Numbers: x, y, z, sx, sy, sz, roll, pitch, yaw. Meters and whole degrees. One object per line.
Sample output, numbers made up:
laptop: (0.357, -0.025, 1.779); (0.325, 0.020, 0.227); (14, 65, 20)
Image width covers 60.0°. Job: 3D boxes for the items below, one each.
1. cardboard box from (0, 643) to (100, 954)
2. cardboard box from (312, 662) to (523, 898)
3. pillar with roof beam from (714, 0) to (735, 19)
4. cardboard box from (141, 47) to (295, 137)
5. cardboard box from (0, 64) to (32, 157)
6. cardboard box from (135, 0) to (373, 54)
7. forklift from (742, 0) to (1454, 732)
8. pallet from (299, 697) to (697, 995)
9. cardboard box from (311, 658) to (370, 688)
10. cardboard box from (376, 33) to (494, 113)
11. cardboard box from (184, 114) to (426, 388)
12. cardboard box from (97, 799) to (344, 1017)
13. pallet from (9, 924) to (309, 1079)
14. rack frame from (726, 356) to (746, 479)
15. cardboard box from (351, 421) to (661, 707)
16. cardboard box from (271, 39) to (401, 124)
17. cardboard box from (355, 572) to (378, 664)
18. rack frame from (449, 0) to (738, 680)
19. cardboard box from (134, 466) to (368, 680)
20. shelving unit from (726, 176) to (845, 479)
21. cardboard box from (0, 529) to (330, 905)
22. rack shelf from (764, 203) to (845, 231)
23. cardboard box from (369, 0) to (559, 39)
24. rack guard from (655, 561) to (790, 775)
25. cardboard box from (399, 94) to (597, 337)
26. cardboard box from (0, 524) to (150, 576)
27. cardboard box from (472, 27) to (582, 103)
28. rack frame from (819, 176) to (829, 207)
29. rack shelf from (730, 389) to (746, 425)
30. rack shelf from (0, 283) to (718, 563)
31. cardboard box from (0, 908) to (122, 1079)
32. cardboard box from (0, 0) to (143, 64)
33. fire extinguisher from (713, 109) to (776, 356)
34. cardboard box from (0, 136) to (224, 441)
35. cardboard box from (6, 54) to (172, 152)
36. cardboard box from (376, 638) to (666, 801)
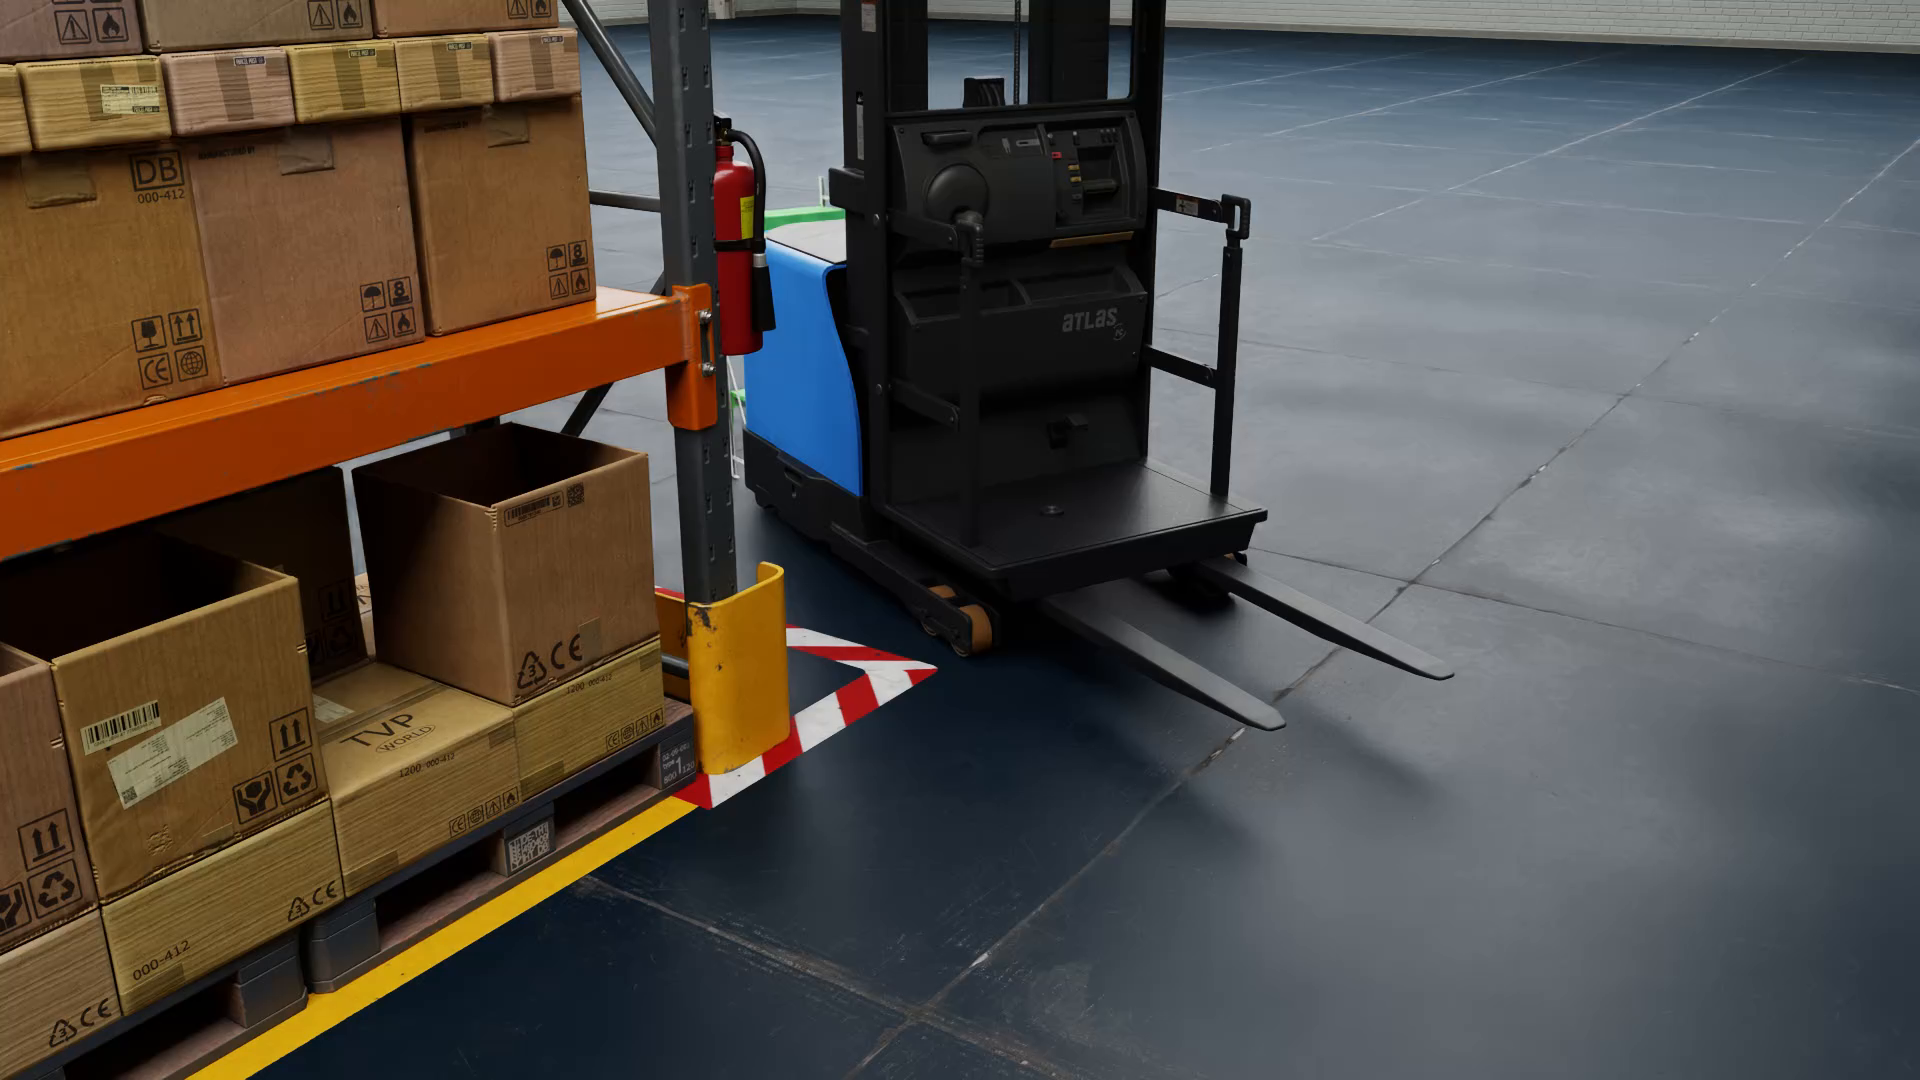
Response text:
cardboard box: (-1.942, 0.472, 2.942); (0.500, 0.500, 0.500); (13, 24, 32)
cardboard box: (-1.382, 0.536, 3.850); (0.500, 0.250, 0.500); (13, 24, 32)
pillar with roof beam: (-2.260, -16.304, 37.371); (9.100, 9.000, 0.400); (13, 24, 32)
cardboard box: (-1.544, -0.897, 3.288); (0.380, 0.149, 0.250); (14, 24, 33)
cardboard box: (-1.838, -0.746, 2.879); (0.380, 0.149, 0.250); (14, 25, 33)
cardboard box: (-1.648, -1.270, 3.362); (0.700, 0.500, 0.500); (13, 24, 30)
forklift: (0.320, -1.186, 5.247); (1.130, 2.935, 3.031); (-12, 23, -28)
pallet: (-1.449, 0.622, 4.280); (1.003, 0.211, 1.213); (13, 24, 32)
cardboard box: (-1.818, 0.434, 4.127); (0.500, 0.250, 0.500); (13, 24, 32)
cardboard box: (-1.257, -1.043, 3.681); (0.380, 0.149, 0.250); (14, 24, 33)
cardboard box: (-1.618, -0.678, 3.629); (0.700, 0.500, 0.500); (14, 24, 33)
cardboard box: (-1.662, 0.680, 3.461); (0.500, 0.250, 0.500); (13, 24, 32)
pallet: (-2.136, 0.970, 3.337); (1.003, 0.211, 1.213); (13, 24, 32)
rack frame: (-0.912, -0.815, 6.714); (0.015, 1.200, 0.240); (-12, 19, -29)
cardboard box: (-1.109, 0.039, 4.113); (0.500, 0.500, 0.500); (13, 24, 32)
cardboard box: (-1.401, -0.969, 3.482); (0.380, 0.149, 0.250); (13, 24, 31)
cardboard box: (-1.540, 0.289, 4.517); (0.500, 0.250, 0.500); (13, 24, 32)
rack frame: (-1.054, -0.914, 4.411); (1.000, 3.000, 0.127); (13, 24, 32)
cardboard box: (-1.819, 0.082, 3.998); (0.500, 0.500, 0.500); (13, 24, 32)
shelving unit: (-0.703, -0.859, 6.832); (0.503, 1.200, 0.258); (-12, 19, -29)
cardboard box: (-1.659, 0.329, 3.329); (0.500, 0.500, 0.500); (13, 24, 32)
rack shelf: (-0.718, -1.257, 6.712); (0.480, 0.148, 0.258); (-12, 19, -29)
cardboard box: (-1.357, -1.422, 3.772); (0.700, 0.500, 0.500); (13, 24, 32)
rack guard: (-1.041, 0.252, 4.864); (1.175, 0.500, 0.348); (13, 24, 32)
cardboard box: (-1.327, -0.829, 4.039); (0.700, 0.500, 0.500); (13, 24, 32)
cardboard box: (-2.089, 0.228, 3.603); (0.500, 0.500, 0.500); (13, 24, 32)
cardboard box: (-1.111, -1.118, 3.885); (0.380, 0.149, 0.250); (13, 24, 31)
rack frame: (-0.494, -0.902, 6.950); (0.015, 1.200, 0.240); (-12, 19, -29)
rack shelf: (-0.692, -0.568, 6.920); (0.480, 0.148, 0.258); (-12, 19, -29)
rack shelf: (-2.178, -0.002, 2.985); (1.077, 0.370, 4.000); (13, 24, 32)
cardboard box: (-1.944, 0.823, 3.074); (0.500, 0.250, 0.500); (13, 24, 32)
cardboard box: (-1.931, -1.126, 2.970); (0.700, 0.500, 0.500); (13, 24, 32)
fire extinguisher: (-0.603, -0.821, 4.272); (0.296, 0.674, 0.183); (13, 24, 32)
cardboard box: (-1.902, -0.536, 3.247); (0.700, 0.500, 0.500); (13, 24, 32)
cardboard box: (-1.691, -0.822, 3.085); (0.380, 0.149, 0.250); (14, 25, 33)
cardboard box: (-1.111, 0.390, 4.244); (0.500, 0.250, 0.500); (13, 24, 32)
